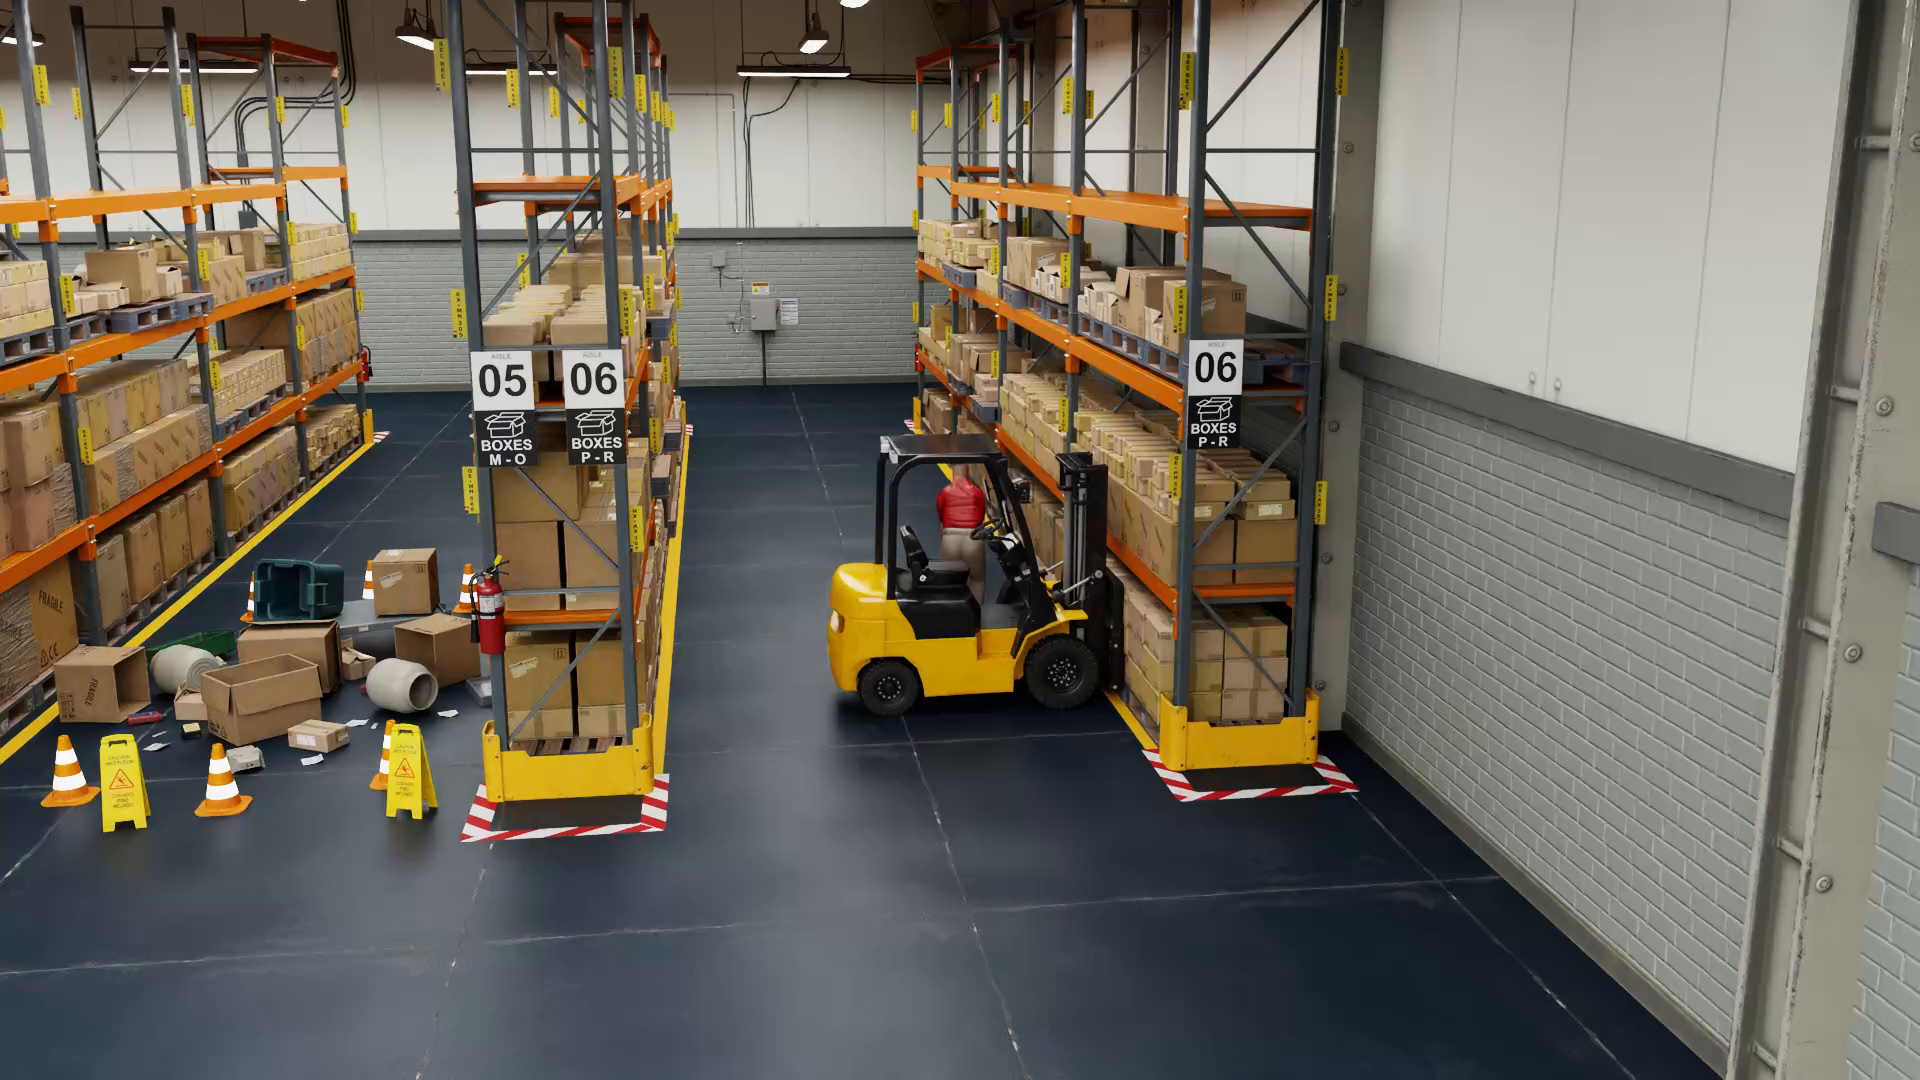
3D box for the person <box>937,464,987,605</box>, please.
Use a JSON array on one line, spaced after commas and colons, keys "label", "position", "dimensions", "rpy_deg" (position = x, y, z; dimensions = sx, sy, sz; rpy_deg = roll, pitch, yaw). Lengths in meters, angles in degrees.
[{"label": "person", "position": [0.015, 0.074, 15.936], "dimensions": [0.482, 1.632, 0.625], "rpy_deg": [0, 13, 1]}]
